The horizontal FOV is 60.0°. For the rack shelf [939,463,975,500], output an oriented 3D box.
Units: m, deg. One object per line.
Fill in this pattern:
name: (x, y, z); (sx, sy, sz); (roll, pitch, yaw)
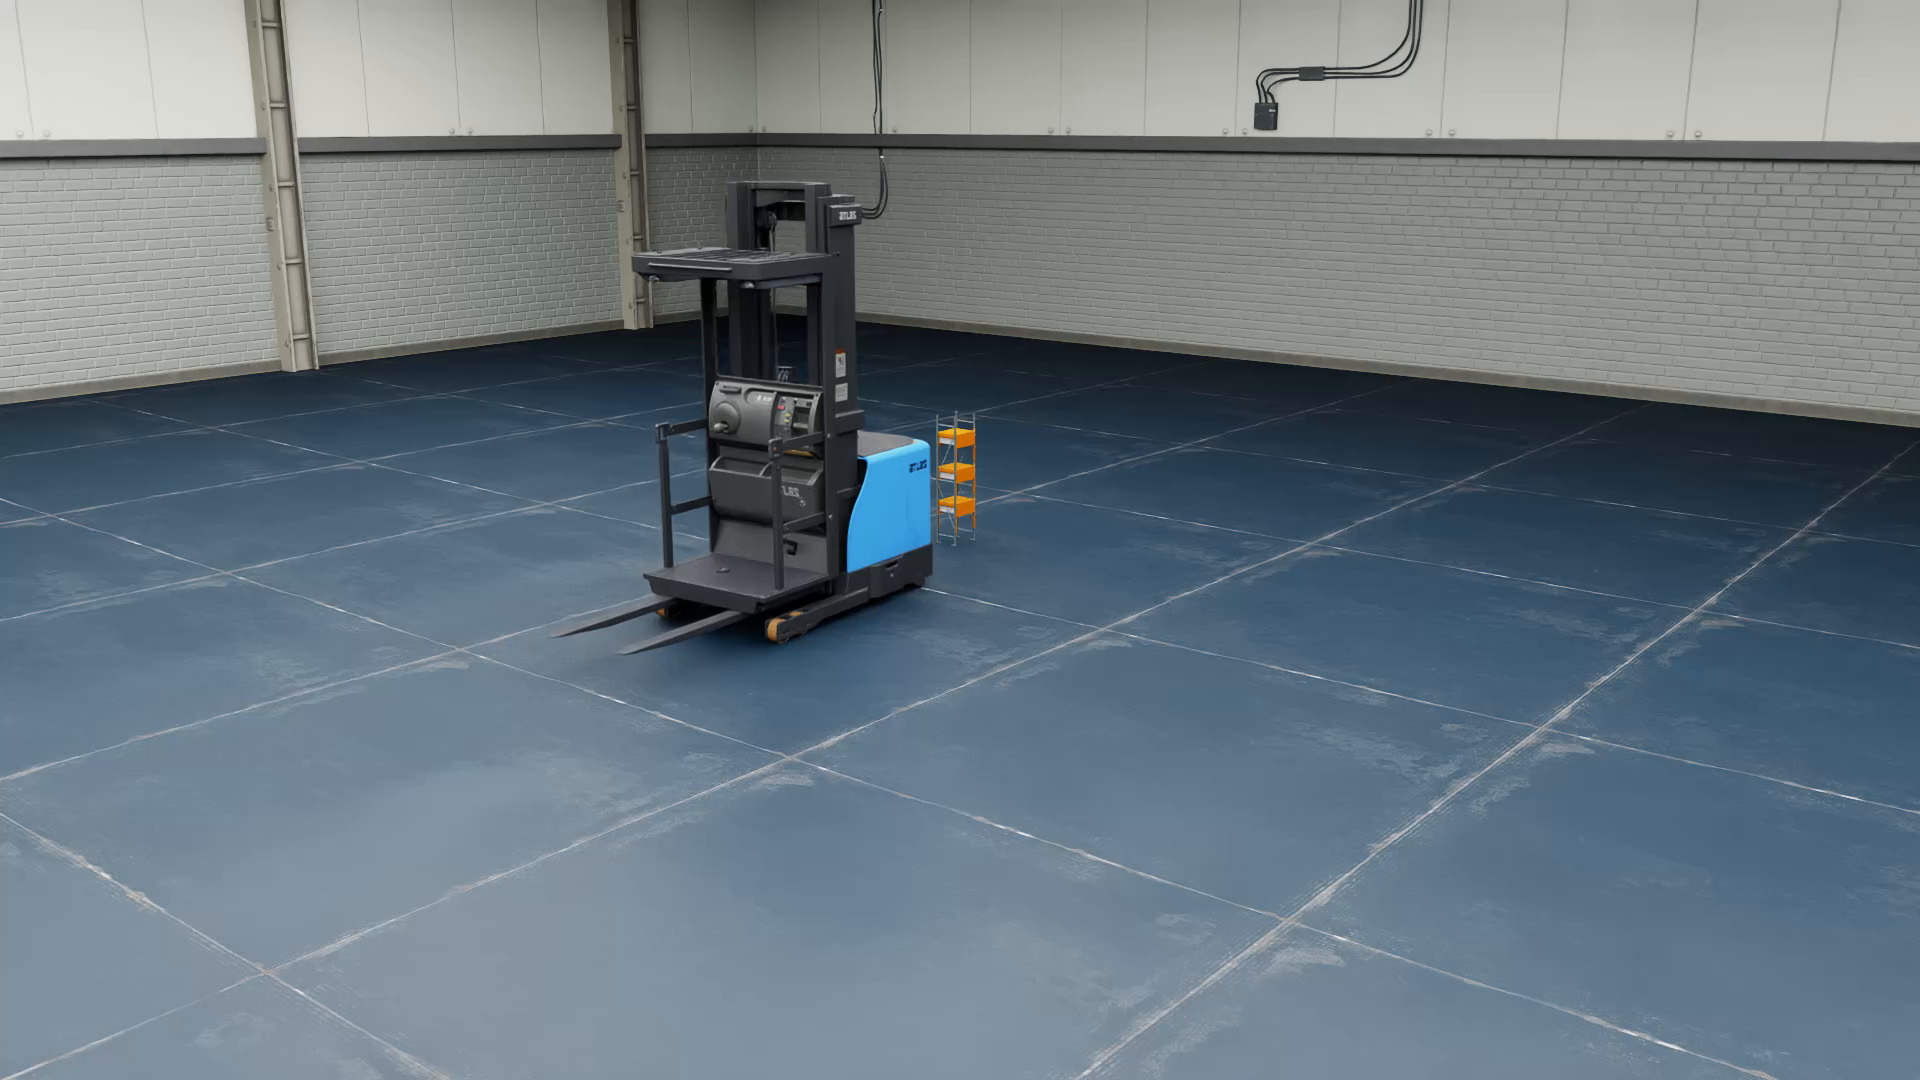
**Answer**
rack shelf: (-0.034, -0.488, 13.456); (0.215, 0.259, 0.240); (11, 18, 38)

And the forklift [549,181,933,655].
forklift: (-1.445, -0.872, 11.103); (1.130, 2.935, 3.031); (9, 17, 33)

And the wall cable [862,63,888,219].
wall cable: (-2.415, -6.708, 28.060); (3.097, 2.526, 0.112); (11, 18, 38)

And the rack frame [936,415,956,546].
rack frame: (-0.110, -0.475, 13.361); (0.200, 1.050, 0.008); (11, 18, 38)

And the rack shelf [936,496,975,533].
rack shelf: (-0.034, -0.219, 13.524); (0.215, 0.259, 0.240); (11, 18, 38)

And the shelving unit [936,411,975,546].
shelving unit: (-0.034, -0.499, 13.453); (0.215, 1.050, 0.252); (11, 18, 38)

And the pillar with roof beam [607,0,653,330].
pillar with roof beam: (-1.946, -7.188, 23.640); (9.100, 9.000, 0.400); (11, 18, 38)

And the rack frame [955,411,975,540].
rack frame: (0.043, -0.522, 13.545); (0.200, 1.050, 0.008); (11, 18, 38)

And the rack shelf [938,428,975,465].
rack shelf: (-0.034, -0.763, 13.386); (0.215, 0.259, 0.240); (11, 18, 38)

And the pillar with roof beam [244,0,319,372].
pillar with roof beam: (-5.717, -6.039, 19.117); (9.100, 9.000, 0.400); (11, 18, 38)

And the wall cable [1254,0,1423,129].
wall cable: (4.959, -8.389, 21.464); (2.305, 6.003, 0.169); (11, 18, 38)

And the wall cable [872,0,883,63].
wall cable: (-0.311, -8.737, 25.790); (3.097, 2.526, 0.112); (11, 18, 38)
